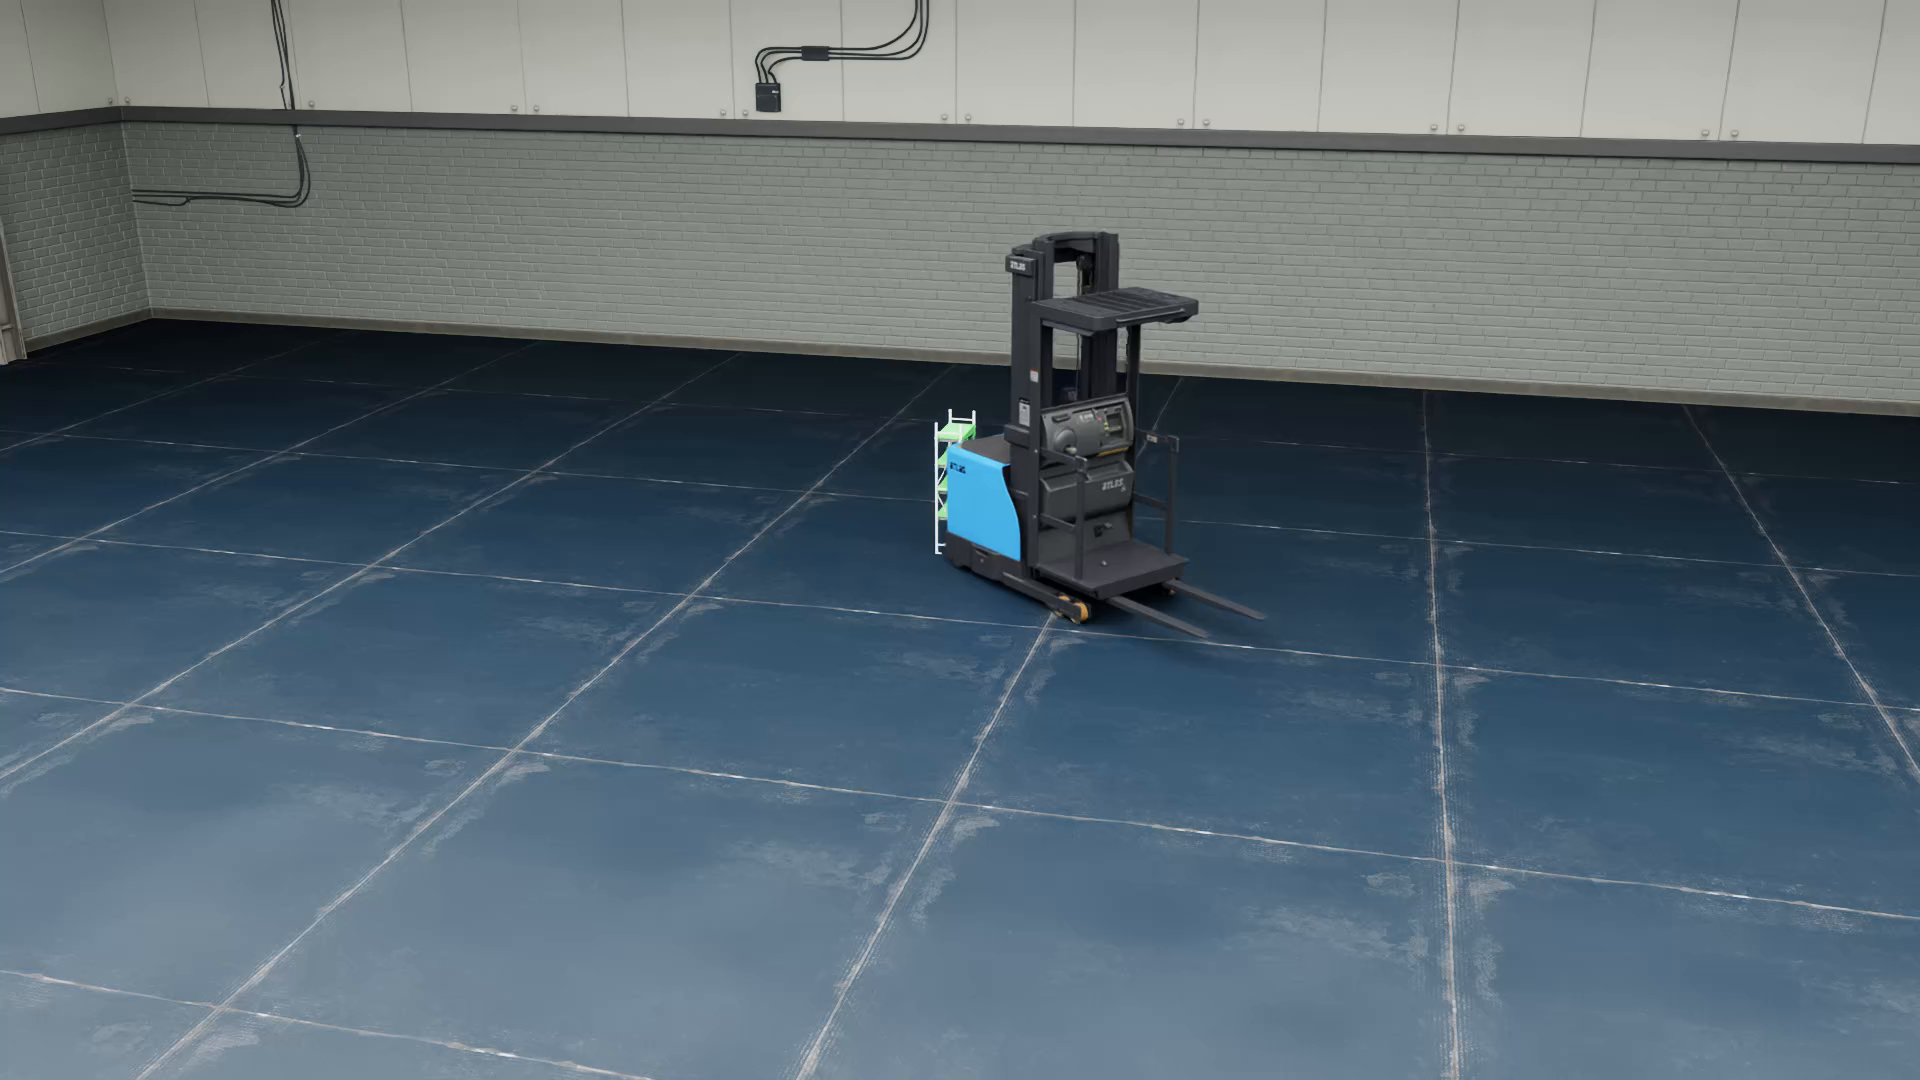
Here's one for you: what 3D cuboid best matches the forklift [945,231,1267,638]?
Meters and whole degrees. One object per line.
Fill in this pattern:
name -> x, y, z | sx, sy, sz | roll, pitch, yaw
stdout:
forklift -> 1.168, -0.904, 13.299 | 1.130, 2.935, 3.031 | -14, 23, -35

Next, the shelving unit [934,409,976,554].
shelving unit -> -0.040, -0.516, 14.842 | 0.258, 1.200, 0.503 | 5, 19, 13

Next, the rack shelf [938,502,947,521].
rack shelf -> -0.040, -0.228, 14.940 | 0.258, 0.148, 0.480 | 5, 19, 13

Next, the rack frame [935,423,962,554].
rack frame -> -0.100, -0.439, 14.618 | 0.240, 1.200, 0.015 | 5, 19, 13

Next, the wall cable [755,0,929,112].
wall cable -> -1.517, -8.324, 20.373 | 2.305, 6.003, 0.169 | 5, 19, 13

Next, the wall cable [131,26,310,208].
wall cable -> -10.719, -5.999, 23.634 | 3.097, 2.526, 0.112 | 5, 19, 13

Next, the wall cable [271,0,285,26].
wall cable -> -8.096, -8.176, 22.192 | 3.097, 2.526, 0.112 | 5, 19, 13

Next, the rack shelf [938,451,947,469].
rack shelf -> -0.040, -0.683, 14.785 | 0.258, 0.148, 0.480 | 5, 19, 13

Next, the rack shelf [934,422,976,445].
rack shelf -> -0.040, -0.910, 14.707 | 0.258, 0.148, 0.480 | 5, 19, 13

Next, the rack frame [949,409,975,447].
rack frame -> 0.019, -0.592, 15.066 | 0.240, 1.200, 0.015 | 5, 19, 13

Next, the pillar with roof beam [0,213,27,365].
pillar with roof beam -> -8.547, -6.310, 19.739 | 9.100, 9.000, 0.400 | 5, 19, 13

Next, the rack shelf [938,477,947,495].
rack shelf -> -0.040, -0.455, 14.862 | 0.258, 0.148, 0.480 | 5, 19, 13
